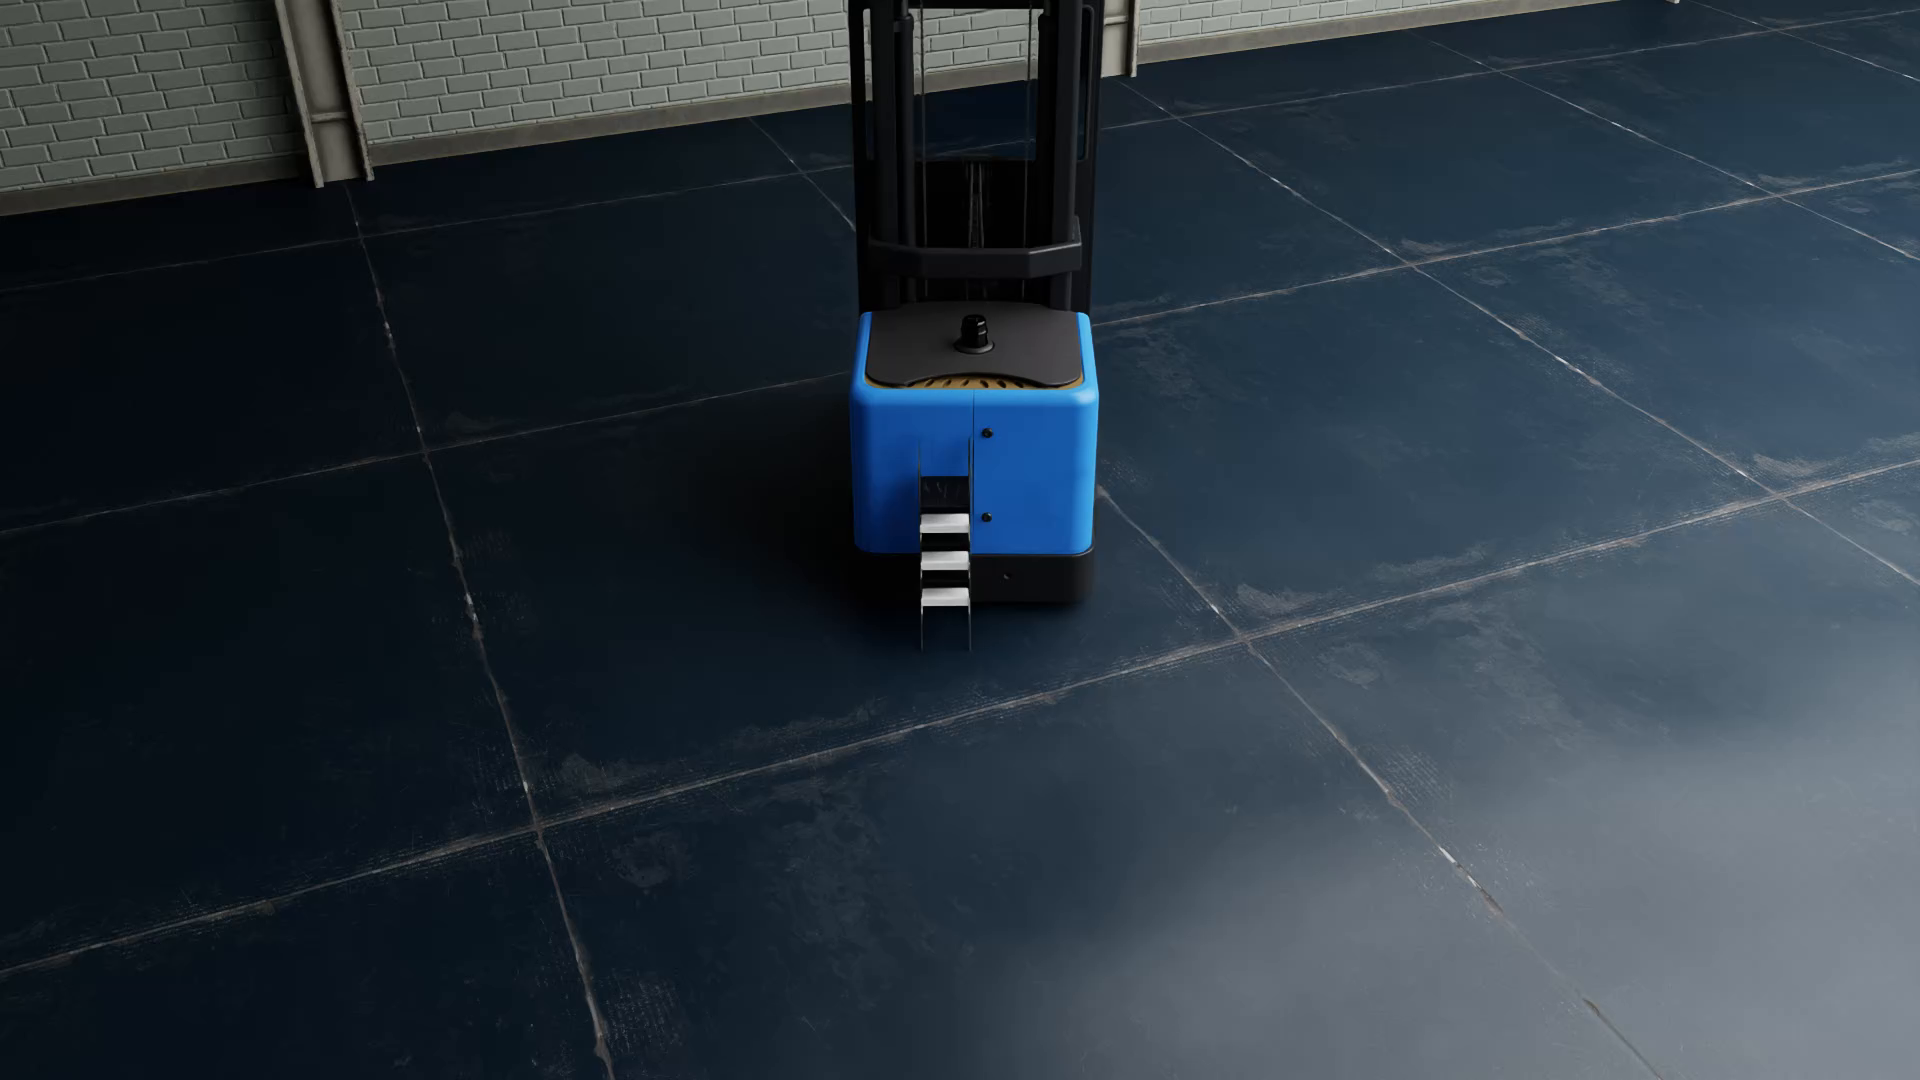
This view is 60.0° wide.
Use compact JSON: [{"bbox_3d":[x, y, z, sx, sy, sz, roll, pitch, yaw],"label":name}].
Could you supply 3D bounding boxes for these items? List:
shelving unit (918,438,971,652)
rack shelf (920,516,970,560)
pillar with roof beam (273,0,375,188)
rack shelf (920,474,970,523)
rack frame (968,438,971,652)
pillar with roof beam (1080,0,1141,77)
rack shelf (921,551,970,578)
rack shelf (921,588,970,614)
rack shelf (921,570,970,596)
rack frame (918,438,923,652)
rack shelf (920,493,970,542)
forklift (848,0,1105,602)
[{"bbox_3d":[-0.062,0.029,6.880,0.210,0.900,0.258,0,33,-1],"label":"shelving unit"},{"bbox_3d":[-0.062,-0.018,6.849,0.200,0.077,0.258,0,33,-1],"label":"rack shelf"},{"bbox_3d":[-2.665,-4.159,5.891,0.400,9.000,9.100,-13,35,-19],"label":"pillar with roof beam"},{"bbox_3d":[-0.062,-0.169,6.751,0.200,0.077,0.258,0,33,-1],"label":"rack shelf"},{"bbox_3d":[0.040,0.029,6.881,0.006,0.900,0.240,0,33,-1],"label":"rack frame"},{"bbox_3d":[2.867,-5.426,7.838,0.400,9.000,9.100,-13,35,-19],"label":"pillar with roof beam"},{"bbox_3d":[-0.062,0.057,6.898,0.200,0.077,0.258,0,33,-1],"label":"rack shelf"},{"bbox_3d":[-0.062,0.208,6.996,0.200,0.077,0.258,0,33,-1],"label":"rack shelf"},{"bbox_3d":[-0.062,0.133,6.947,0.200,0.077,0.258,0,33,-1],"label":"rack shelf"},{"bbox_3d":[-0.163,0.030,6.879,0.006,0.900,0.240,0,33,-1],"label":"rack frame"},{"bbox_3d":[-0.062,-0.094,6.800,0.200,0.077,0.258,0,33,-1],"label":"rack shelf"},{"bbox_3d":[0.071,-1.726,7.716,1.130,2.935,3.031,0,33,0],"label":"forklift"}]
